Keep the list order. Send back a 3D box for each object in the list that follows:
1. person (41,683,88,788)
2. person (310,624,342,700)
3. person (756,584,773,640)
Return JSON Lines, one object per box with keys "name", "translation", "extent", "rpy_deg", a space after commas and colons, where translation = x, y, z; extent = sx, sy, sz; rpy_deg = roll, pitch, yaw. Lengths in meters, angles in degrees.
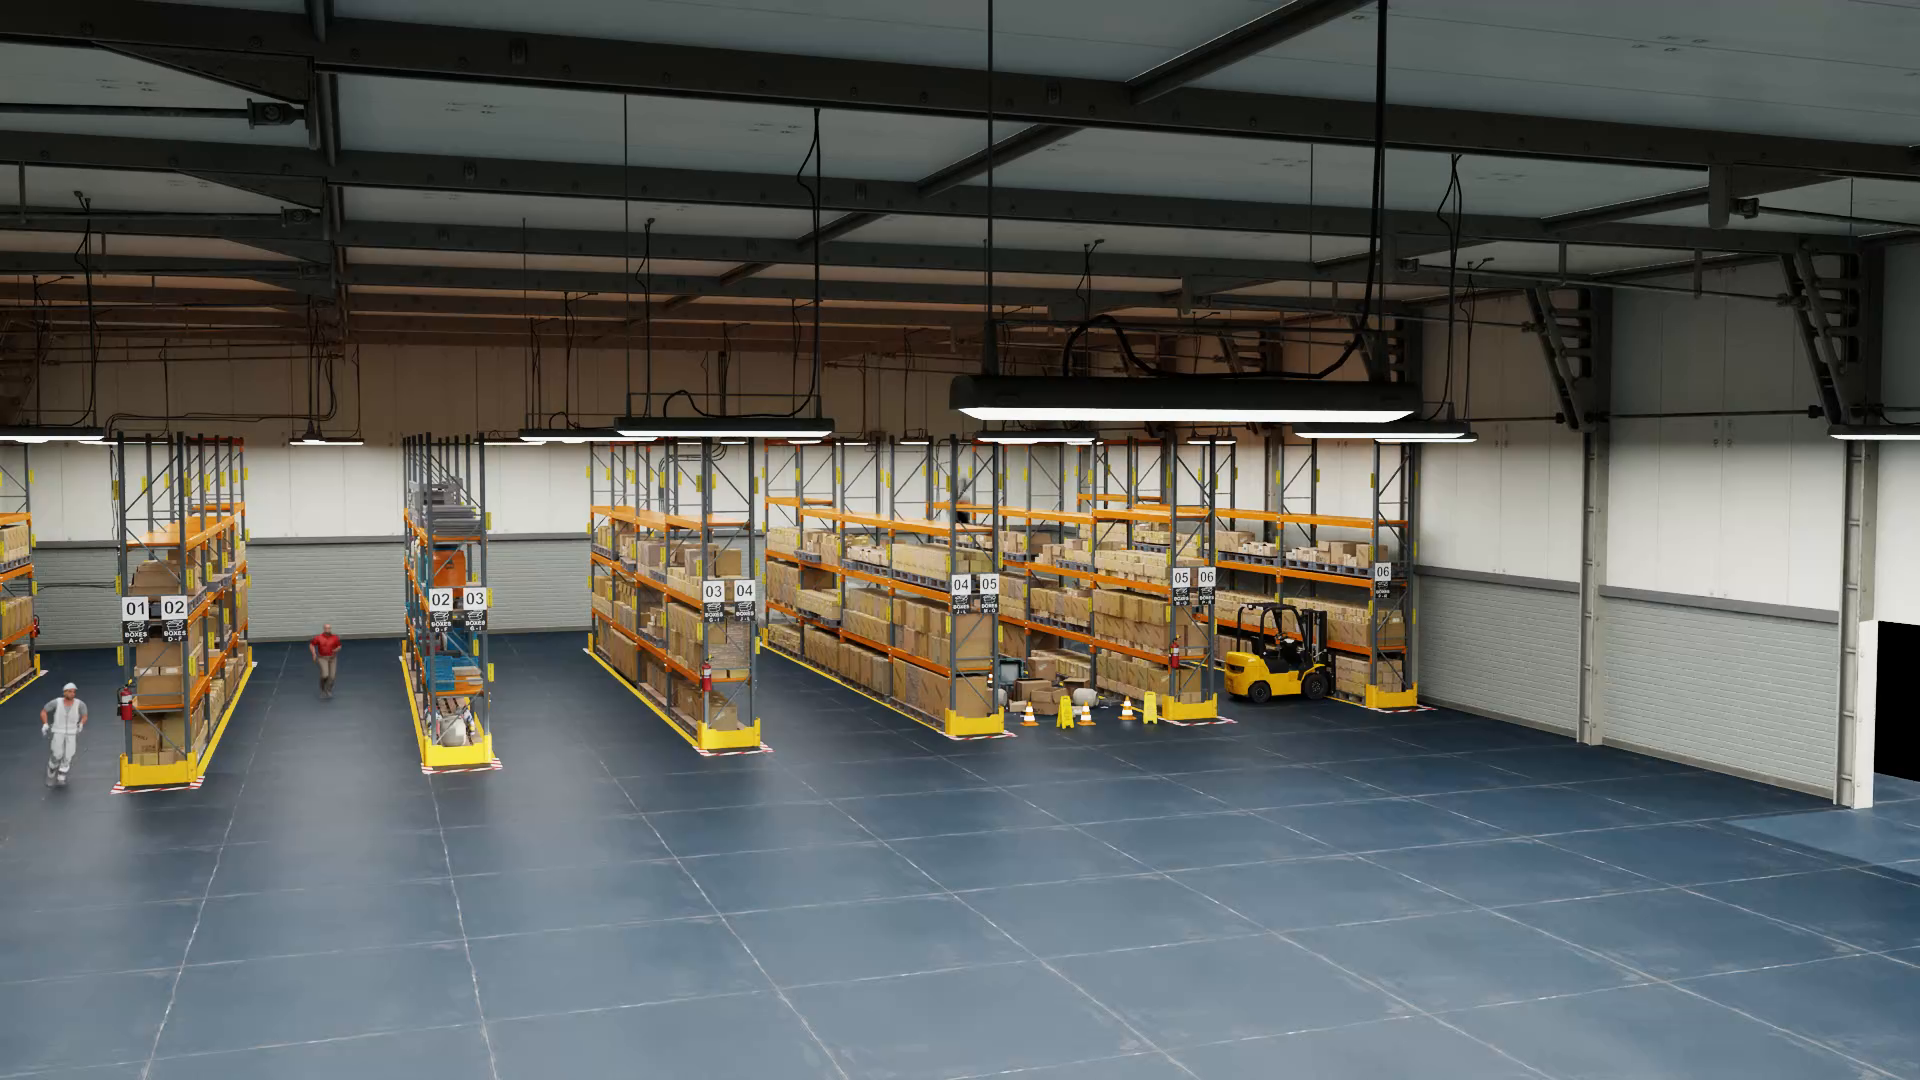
{"name": "person", "translation": [-15.086, 3.288, 28.071], "extent": [0.681, 1.753, 0.680], "rpy_deg": [-3, 4, -38]}
{"name": "person", "translation": [-14.393, 2.770, 37.858], "extent": [0.637, 1.721, 0.685], "rpy_deg": [-2, 4, -36]}
{"name": "person", "translation": [-5.839, 2.145, 49.656], "extent": [0.519, 1.714, 0.986], "rpy_deg": [0, 3, -4]}
